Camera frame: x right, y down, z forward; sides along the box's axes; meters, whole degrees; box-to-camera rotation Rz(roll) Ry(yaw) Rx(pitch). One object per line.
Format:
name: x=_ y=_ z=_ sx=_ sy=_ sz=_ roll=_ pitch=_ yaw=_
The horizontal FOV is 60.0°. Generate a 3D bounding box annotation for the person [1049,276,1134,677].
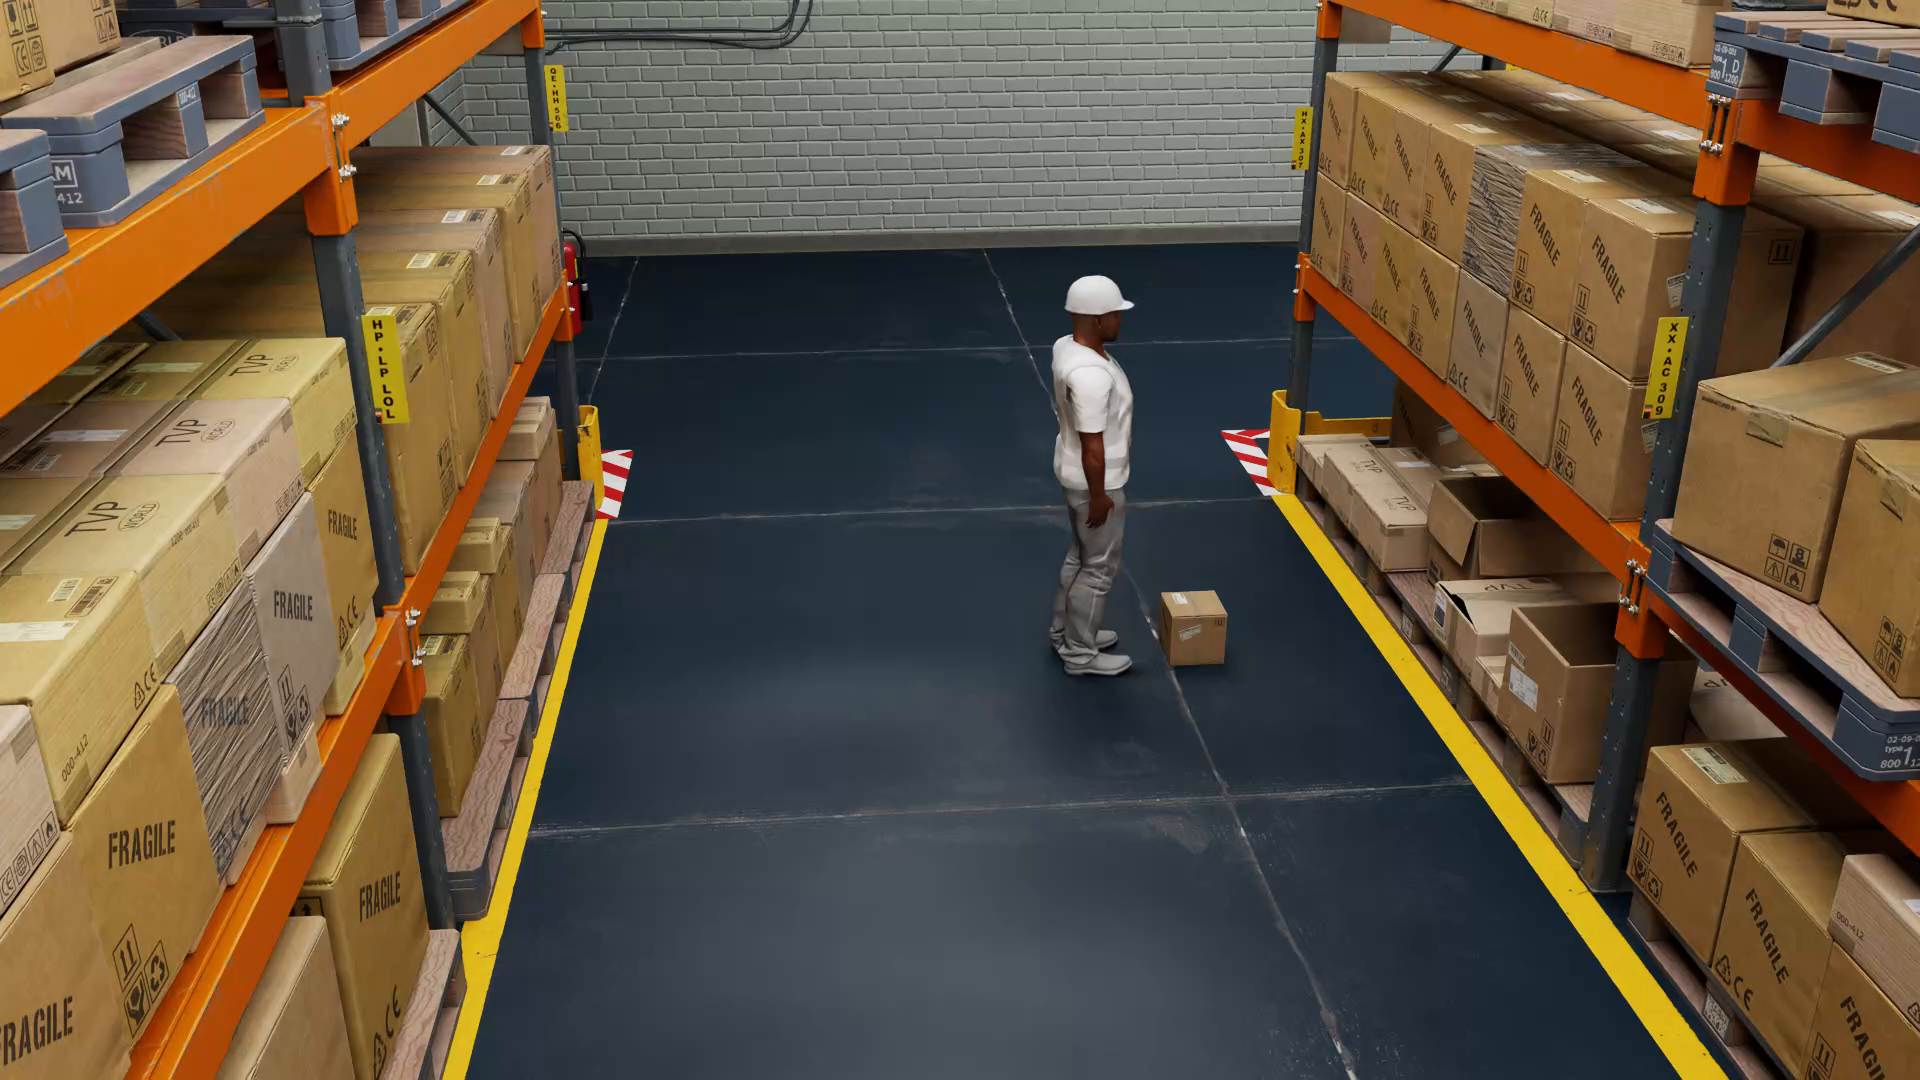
person: x=0.575 y=-0.278 z=7.213 sx=0.369 sy=1.762 sz=0.563 roll=-2 pitch=24 yaw=-4
